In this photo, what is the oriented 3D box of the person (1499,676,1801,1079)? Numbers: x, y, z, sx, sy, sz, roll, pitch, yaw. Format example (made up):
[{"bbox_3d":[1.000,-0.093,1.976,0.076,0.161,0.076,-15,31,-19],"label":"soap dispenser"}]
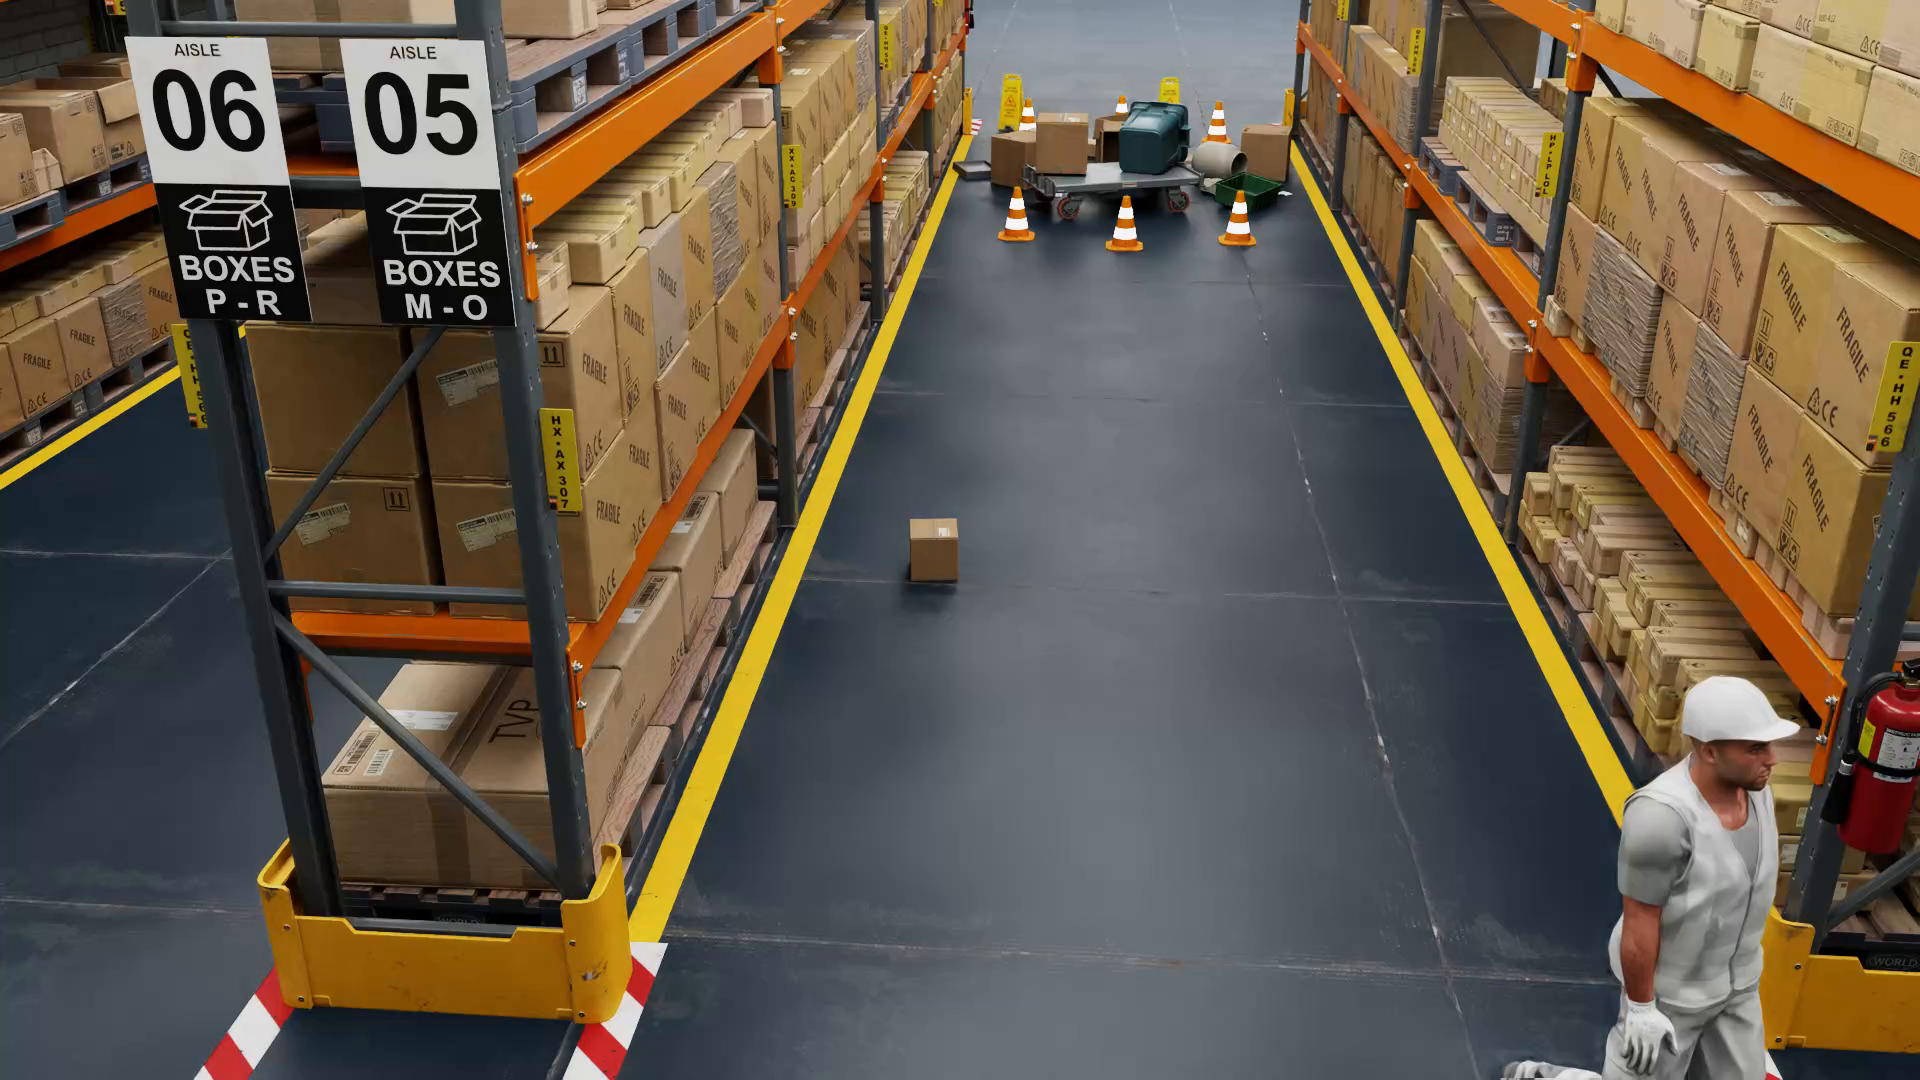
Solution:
[{"bbox_3d":[1.926,1.160,4.479,0.538,1.765,0.785,-12,27,-24],"label":"person"}]
